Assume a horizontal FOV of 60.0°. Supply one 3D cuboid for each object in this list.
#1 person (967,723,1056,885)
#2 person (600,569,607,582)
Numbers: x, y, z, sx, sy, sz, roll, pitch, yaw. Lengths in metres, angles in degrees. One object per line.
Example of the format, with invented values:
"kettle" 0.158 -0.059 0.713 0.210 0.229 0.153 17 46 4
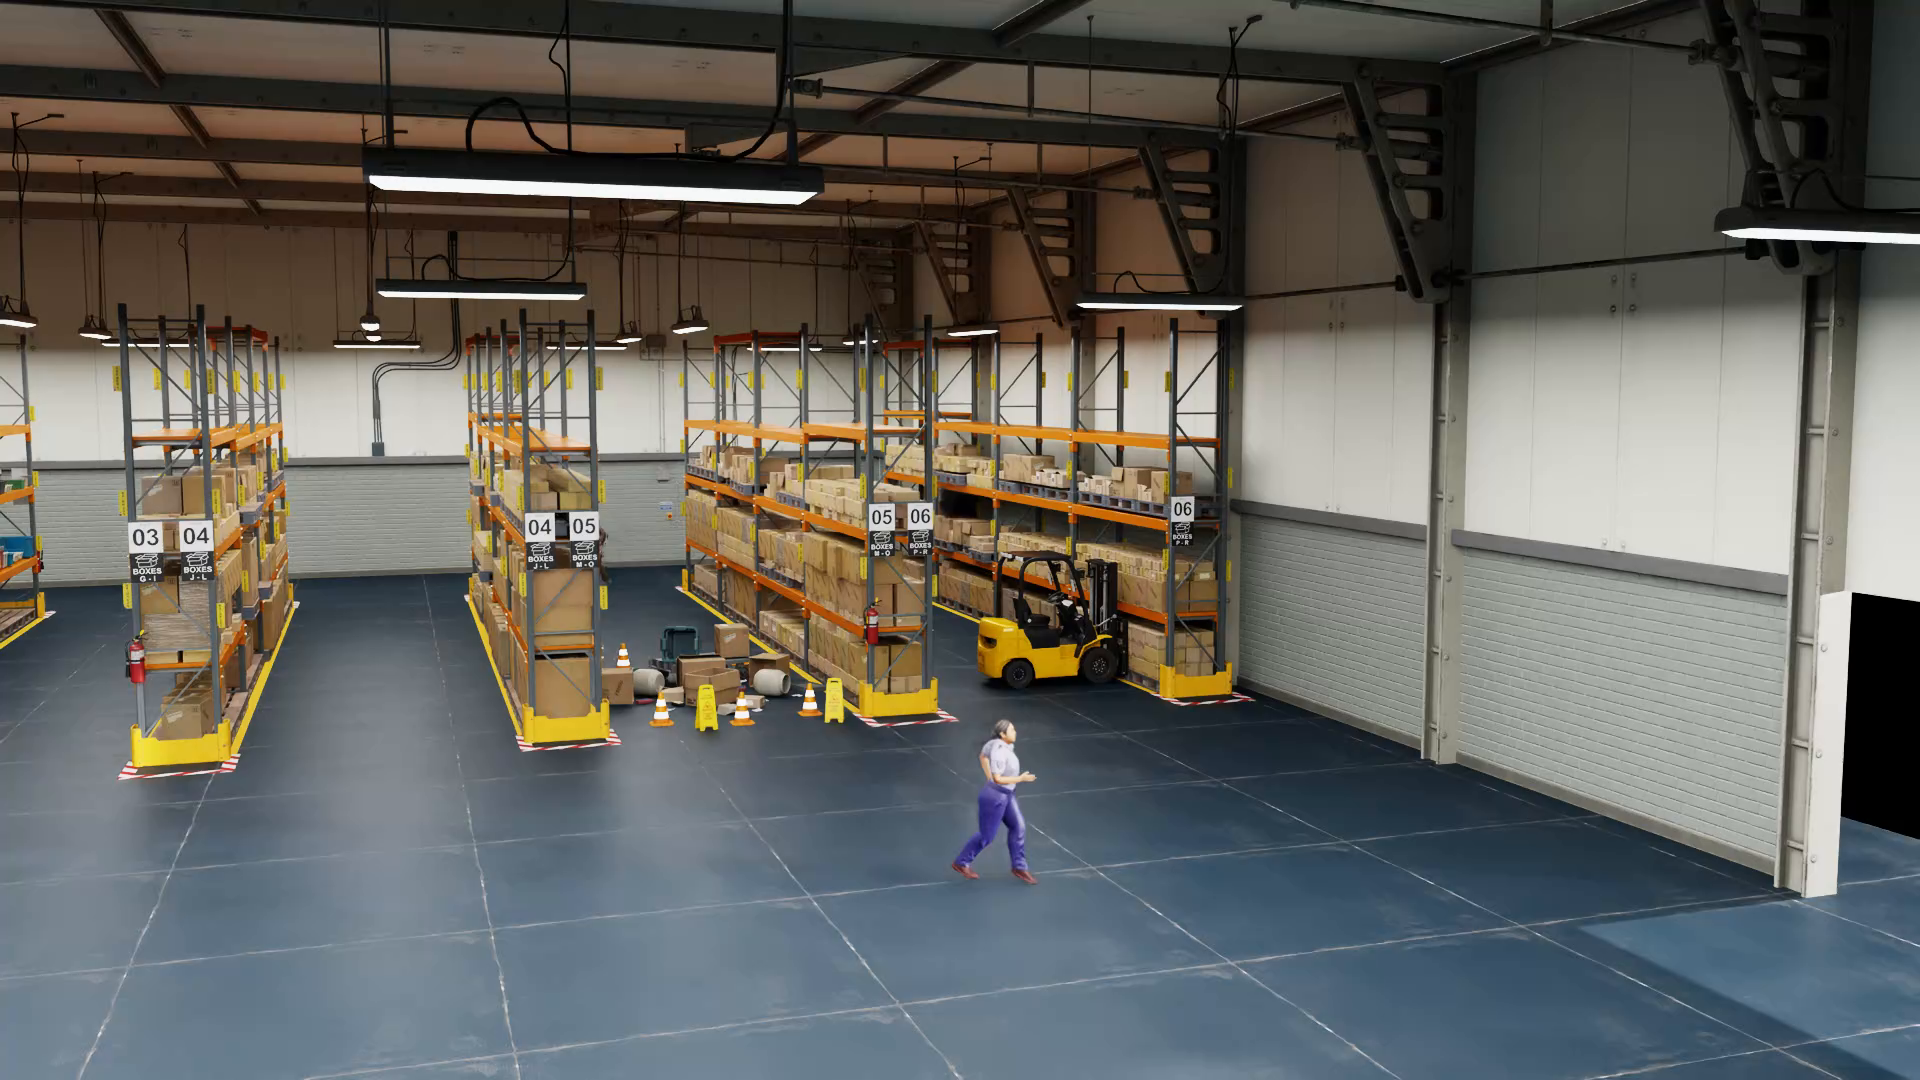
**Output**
"person" 0.517 2.638 16.572 0.881 1.619 0.593 1 5 9
"person" -9.095 0.256 40.499 0.976 1.822 0.680 -2 6 -17
